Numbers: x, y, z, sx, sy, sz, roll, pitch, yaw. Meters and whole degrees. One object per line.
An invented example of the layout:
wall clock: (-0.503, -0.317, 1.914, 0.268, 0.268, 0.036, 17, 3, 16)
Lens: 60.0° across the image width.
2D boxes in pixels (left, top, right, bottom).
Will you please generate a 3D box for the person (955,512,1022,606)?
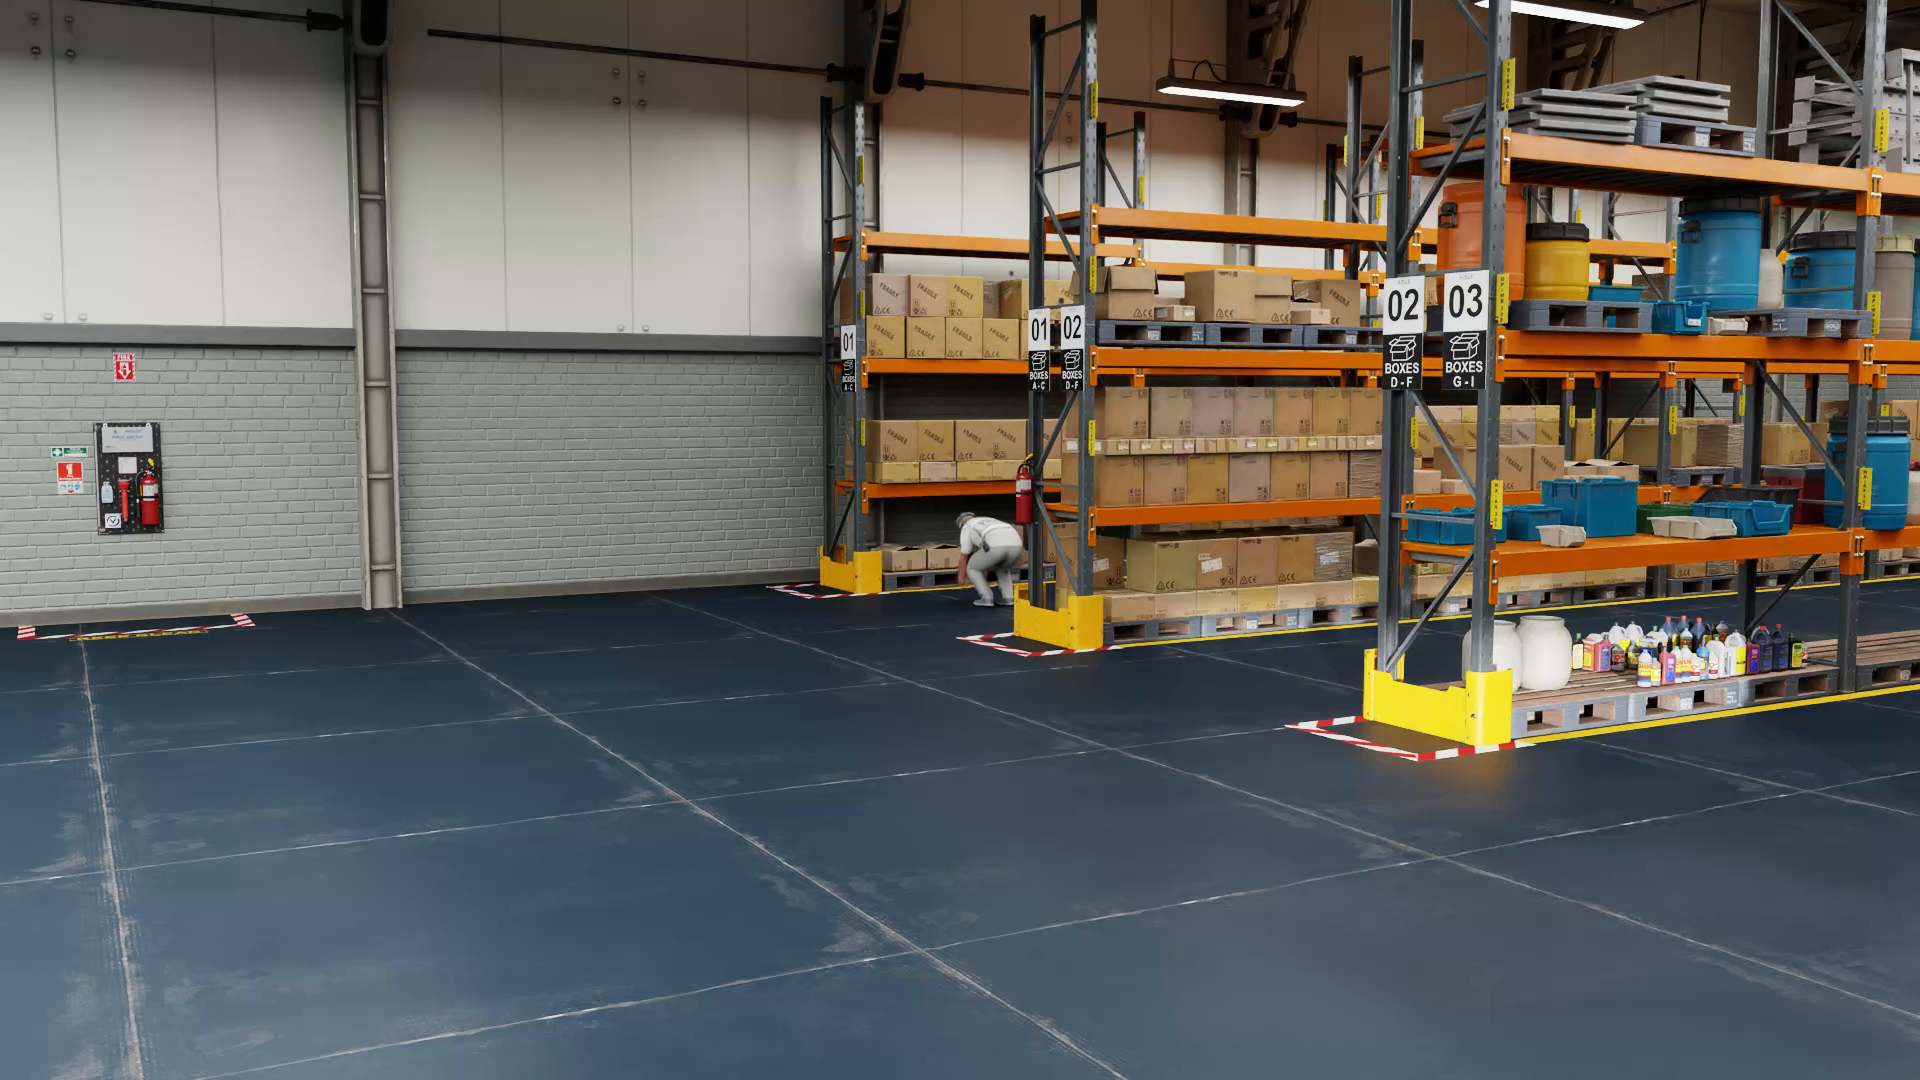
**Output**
person: (0.300, 0.220, 18.896, 0.544, 1.024, 1.024, -3, 6, -31)
